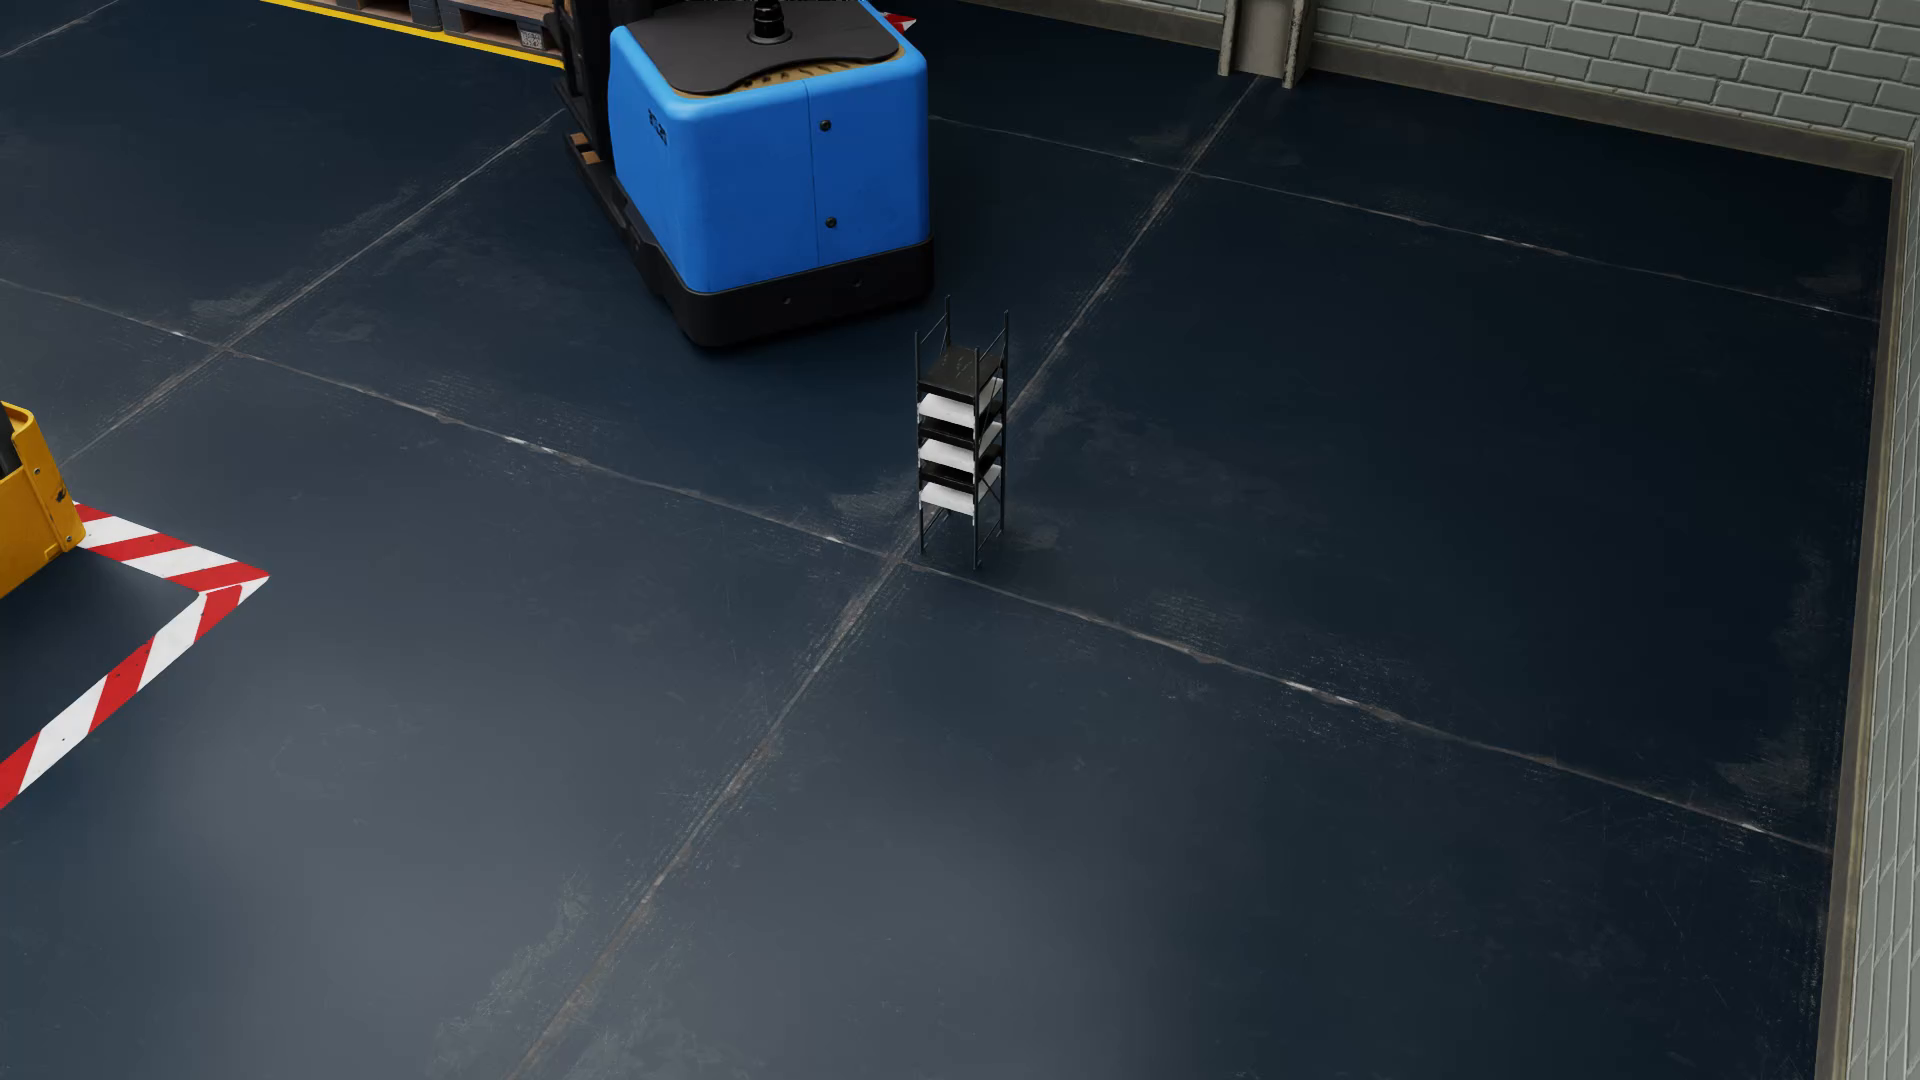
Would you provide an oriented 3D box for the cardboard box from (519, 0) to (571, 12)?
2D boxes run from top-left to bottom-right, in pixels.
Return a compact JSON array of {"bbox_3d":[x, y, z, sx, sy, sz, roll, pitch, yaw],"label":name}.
[{"bbox_3d":[-1.930,-3.133,8.662,0.500,0.500,0.700,17,44,19],"label":"cardboard box"}]

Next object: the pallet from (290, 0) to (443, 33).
[{"bbox_3d":[-3.113,-3.244,9.332,1.213,0.211,1.003,17,44,19],"label":"pallet"}]

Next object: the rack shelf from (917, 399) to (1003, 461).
[{"bbox_3d":[0.007,-0.381,5.416,0.200,0.077,0.258,17,44,19],"label":"rack shelf"}]

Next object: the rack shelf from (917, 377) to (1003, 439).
[{"bbox_3d":[0.007,-0.449,5.357,0.200,0.077,0.258,17,44,19],"label":"rack shelf"}]

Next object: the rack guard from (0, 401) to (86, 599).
[{"bbox_3d":[-3.413,0.081,5.275,0.348,0.500,1.175,17,44,19],"label":"rack guard"}]

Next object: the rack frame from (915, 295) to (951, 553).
[{"bbox_3d":[-0.085,-0.366,5.485,0.006,0.900,0.240,17,44,19],"label":"rack frame"}]

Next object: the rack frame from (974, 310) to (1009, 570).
[{"bbox_3d":[0.099,-0.310,5.420,0.006,0.900,0.240,17,44,19],"label":"rack frame"}]

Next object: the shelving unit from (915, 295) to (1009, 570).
[{"bbox_3d":[0.007,-0.338,5.453,0.210,0.900,0.258,17,44,19],"label":"shelving unit"}]

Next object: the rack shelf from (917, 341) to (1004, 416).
[{"bbox_3d":[0.007,-0.517,5.298,0.200,0.077,0.258,17,44,19],"label":"rack shelf"}]

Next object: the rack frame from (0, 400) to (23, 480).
[{"bbox_3d":[-3.345,-0.843,4.432,0.127,3.000,1.000,17,44,19],"label":"rack frame"}]

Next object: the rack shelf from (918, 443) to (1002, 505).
[{"bbox_3d":[0.007,-0.245,5.533,0.200,0.077,0.258,17,44,19],"label":"rack shelf"}]

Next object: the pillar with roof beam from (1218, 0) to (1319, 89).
[{"bbox_3d":[-0.261,-3.262,2.642,0.400,9.000,9.100,17,44,19],"label":"pillar with roof beam"}]

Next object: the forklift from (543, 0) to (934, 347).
[{"bbox_3d":[-1.187,-2.829,6.776,1.130,2.935,3.031,-17,44,-19],"label":"forklift"}]

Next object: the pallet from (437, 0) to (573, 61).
[{"bbox_3d":[-2.011,-2.905,8.941,1.213,0.211,1.003,17,44,19],"label":"pallet"}]

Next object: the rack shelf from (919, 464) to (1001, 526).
[{"bbox_3d":[0.007,-0.177,5.592,0.200,0.077,0.258,17,44,19],"label":"rack shelf"}]

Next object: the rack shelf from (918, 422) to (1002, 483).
[{"bbox_3d":[0.007,-0.313,5.474,0.200,0.077,0.258,17,44,19],"label":"rack shelf"}]
